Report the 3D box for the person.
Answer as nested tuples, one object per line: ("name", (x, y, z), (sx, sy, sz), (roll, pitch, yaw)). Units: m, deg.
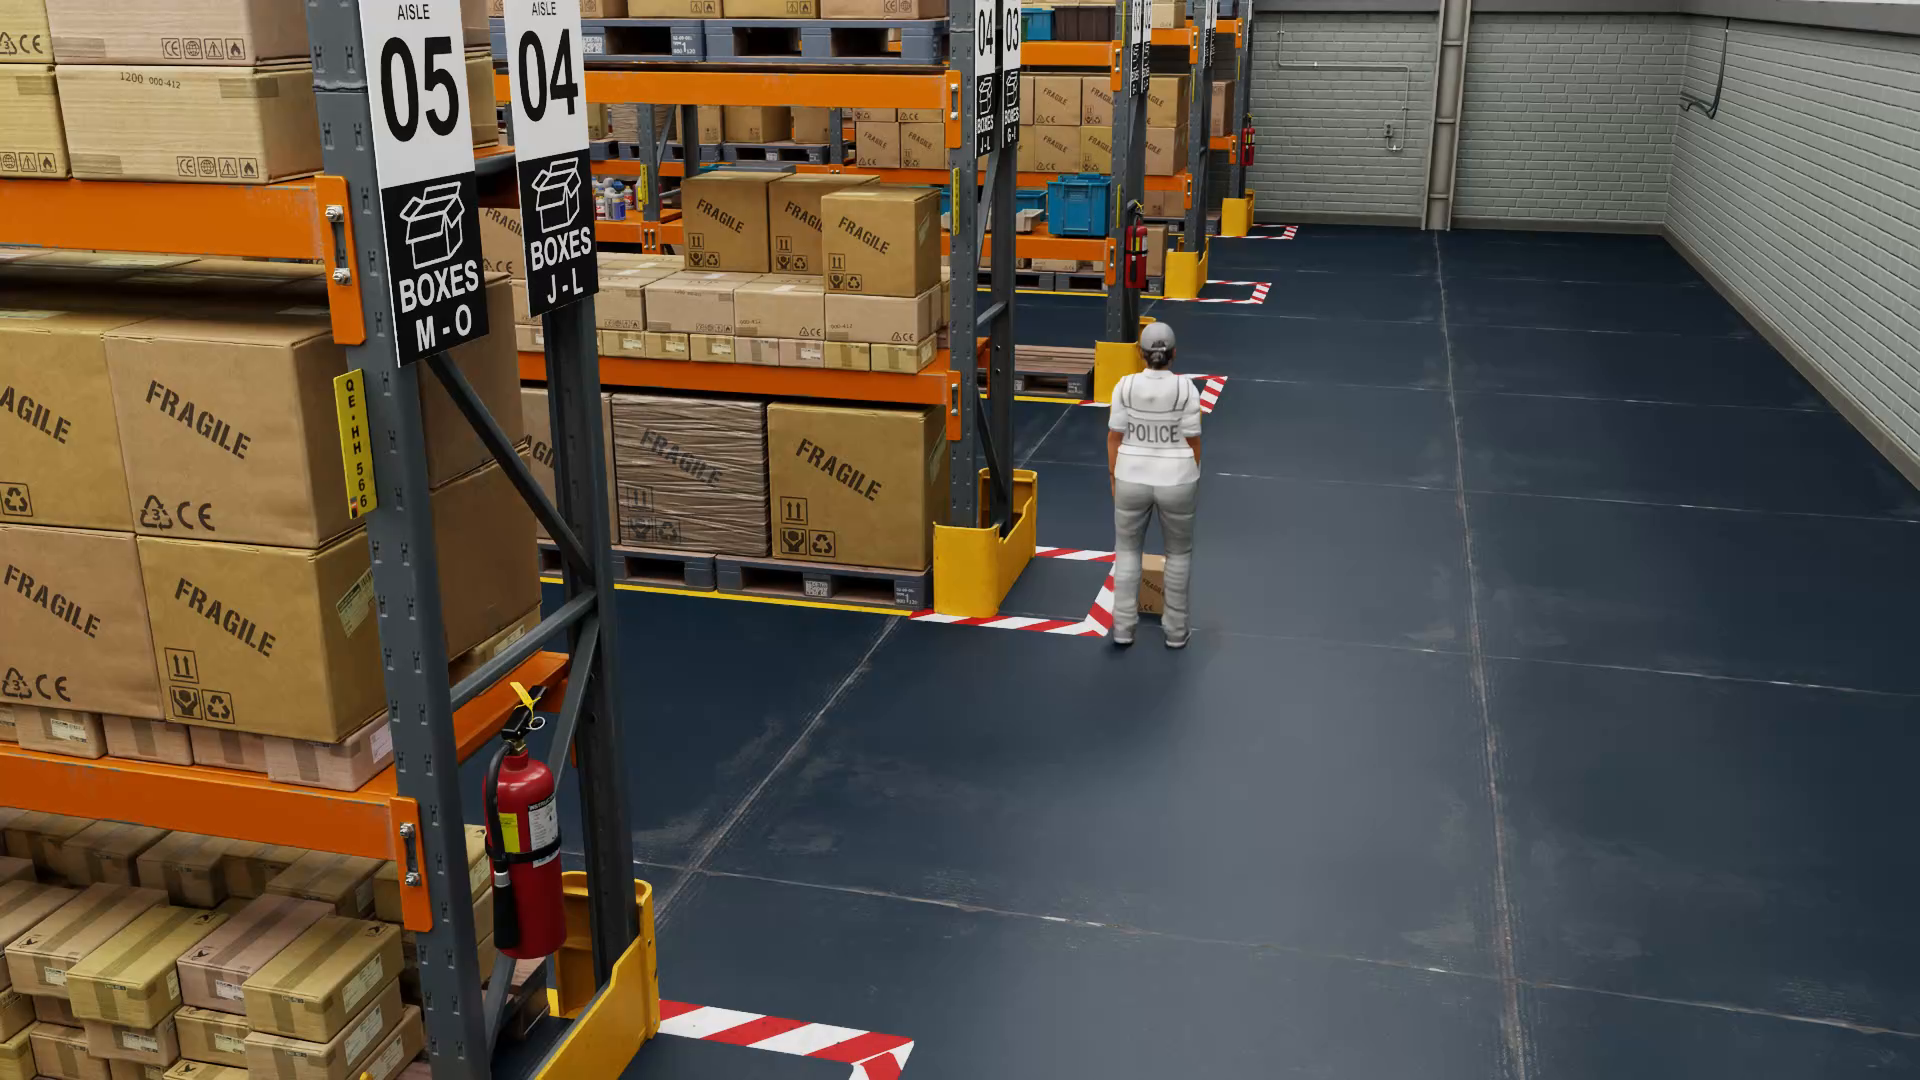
("person", (0.974, -0.272, 8.404), (0.469, 1.668, 0.390), (4, 19, 12))
